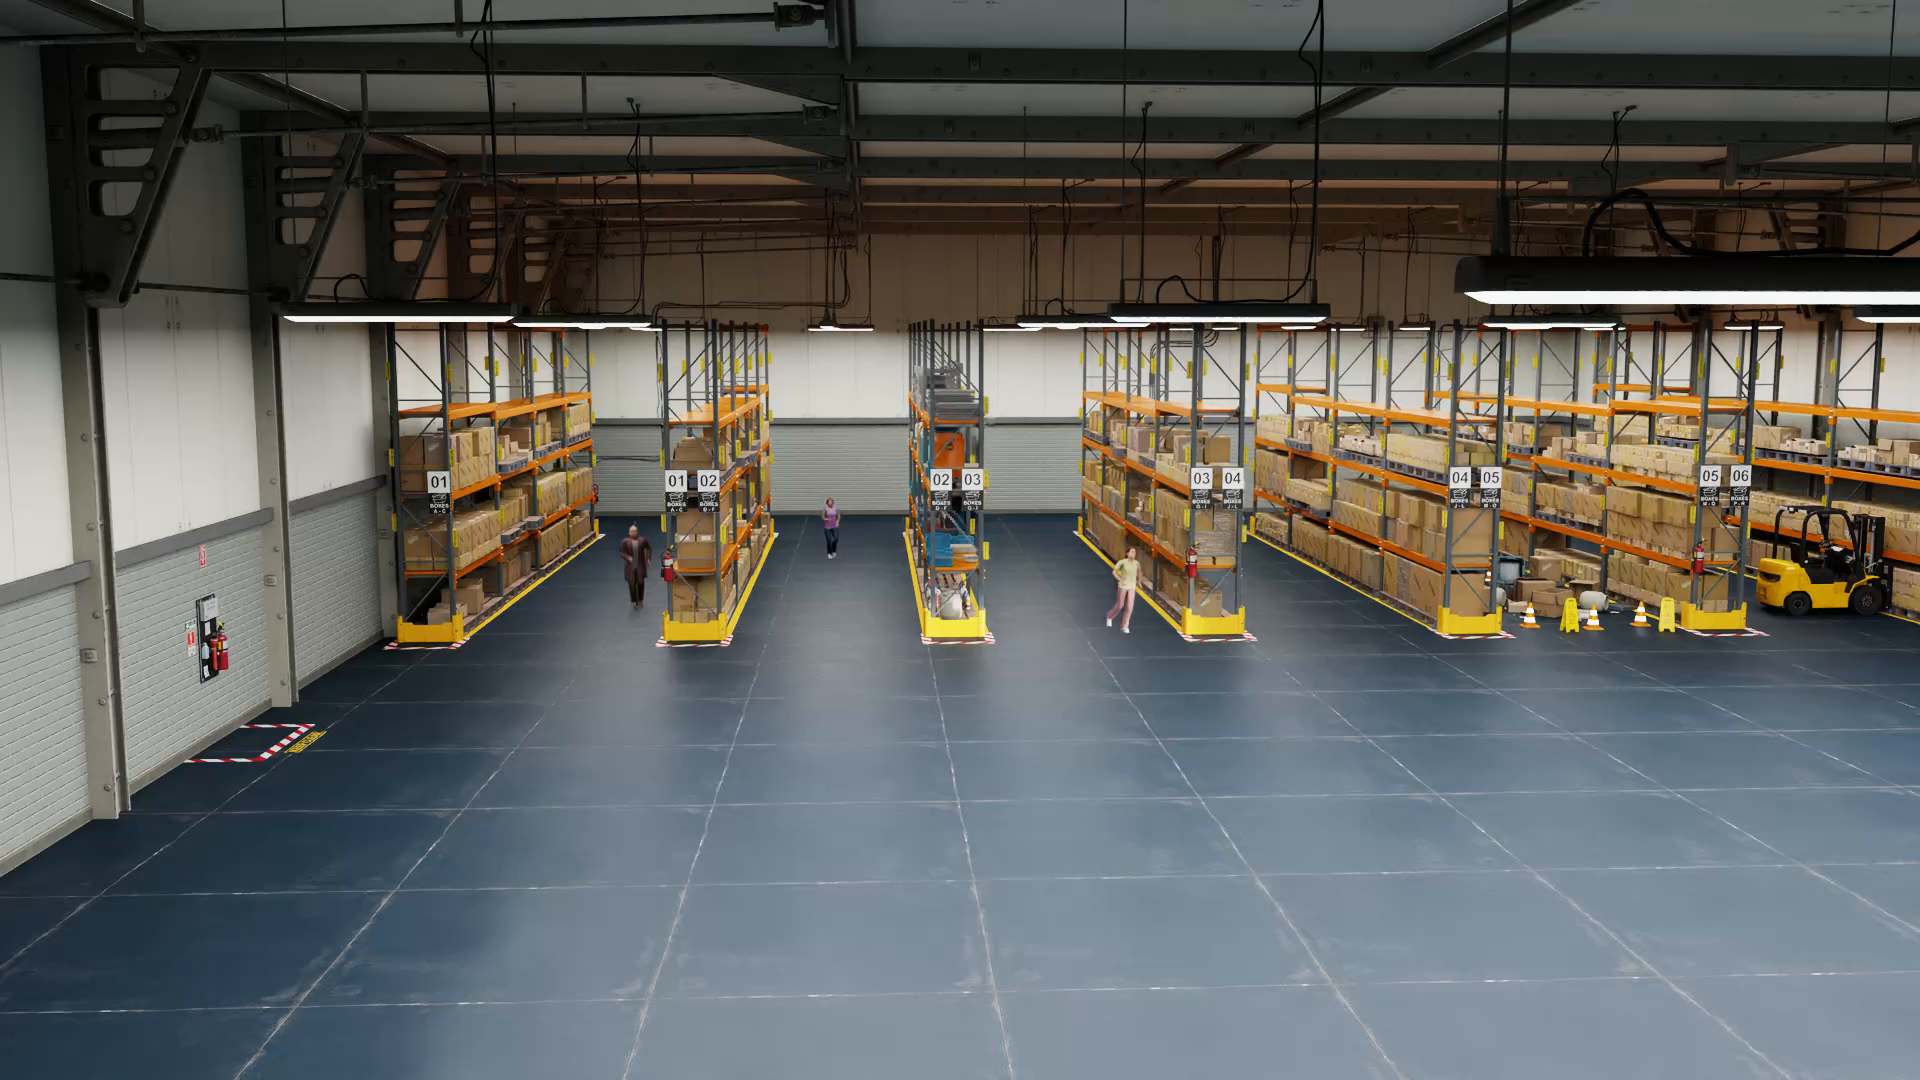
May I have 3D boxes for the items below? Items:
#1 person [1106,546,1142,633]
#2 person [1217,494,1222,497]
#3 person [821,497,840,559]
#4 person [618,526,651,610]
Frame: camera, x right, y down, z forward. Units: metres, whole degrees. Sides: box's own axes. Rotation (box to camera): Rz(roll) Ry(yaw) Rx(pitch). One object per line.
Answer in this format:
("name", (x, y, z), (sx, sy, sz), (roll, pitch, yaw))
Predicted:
("person", (3.251, 0.933, 32.203), (0.639, 1.642, 0.791), (-3, 7, -20))
("person", (7.599, -1.092, 48.357), (0.722, 1.710, 0.621), (4, 8, 28))
("person", (-3.269, -0.284, 42.312), (0.519, 1.566, 0.603), (-2, 7, -13))
("person", (-6.747, 0.587, 34.553), (0.672, 1.771, 0.837), (-1, 7, -11))
